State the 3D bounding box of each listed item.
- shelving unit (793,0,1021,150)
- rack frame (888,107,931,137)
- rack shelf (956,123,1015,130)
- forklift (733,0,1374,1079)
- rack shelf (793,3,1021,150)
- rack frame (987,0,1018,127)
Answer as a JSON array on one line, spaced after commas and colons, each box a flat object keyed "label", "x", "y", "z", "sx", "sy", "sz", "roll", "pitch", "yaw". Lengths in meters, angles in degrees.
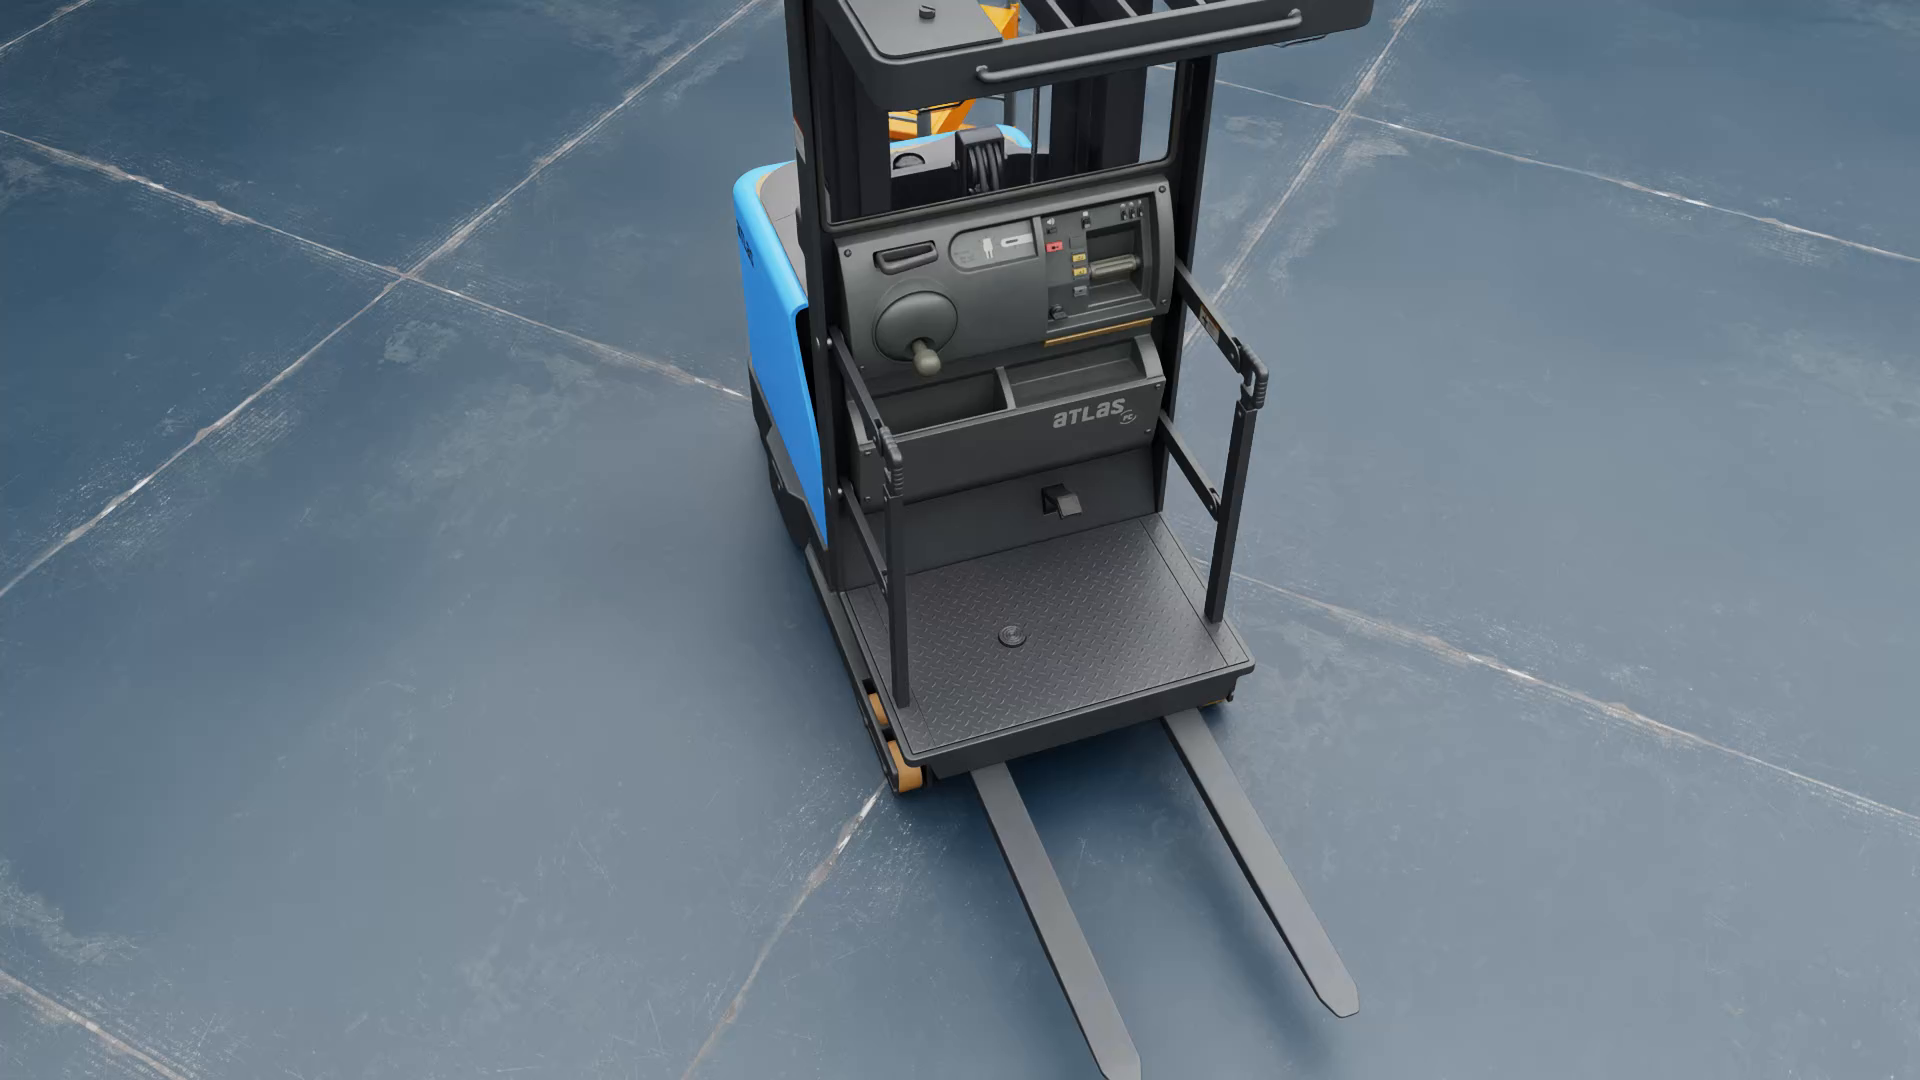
[{"label": "shelving unit", "x": -0.179, "y": -1.486, "z": 6.428, "sx": 0.538, "sy": 1.125, "sz": 1.048, "roll": 14, "pitch": 47, "yaw": 13}, {"label": "rack frame", "x": -0.341, "y": -1.144, "z": 6.089, "sx": 0.500, "sy": 1.125, "sz": 0.032, "roll": 14, "pitch": 47, "yaw": 13}, {"label": "rack shelf", "x": -0.179, "y": -1.314, "z": 6.602, "sx": 0.538, "sy": 0.278, "sz": 1.000, "roll": 14, "pitch": 47, "yaw": 13}, {"label": "forklift", "x": 0.208, "y": -0.608, "z": 4.290, "sx": 1.130, "sy": 2.935, "sz": 3.031, "roll": -14, "pitch": 47, "yaw": -13}, {"label": "rack shelf", "x": -0.179, "y": -1.692, "z": 6.220, "sx": 0.538, "sy": 0.278, "sz": 1.000, "roll": 14, "pitch": 47, "yaw": 13}, {"label": "rack frame", "x": -0.016, "y": -1.829, "z": 6.766, "sx": 0.500, "sy": 1.125, "sz": 0.032, "roll": 14, "pitch": 47, "yaw": 13}]
